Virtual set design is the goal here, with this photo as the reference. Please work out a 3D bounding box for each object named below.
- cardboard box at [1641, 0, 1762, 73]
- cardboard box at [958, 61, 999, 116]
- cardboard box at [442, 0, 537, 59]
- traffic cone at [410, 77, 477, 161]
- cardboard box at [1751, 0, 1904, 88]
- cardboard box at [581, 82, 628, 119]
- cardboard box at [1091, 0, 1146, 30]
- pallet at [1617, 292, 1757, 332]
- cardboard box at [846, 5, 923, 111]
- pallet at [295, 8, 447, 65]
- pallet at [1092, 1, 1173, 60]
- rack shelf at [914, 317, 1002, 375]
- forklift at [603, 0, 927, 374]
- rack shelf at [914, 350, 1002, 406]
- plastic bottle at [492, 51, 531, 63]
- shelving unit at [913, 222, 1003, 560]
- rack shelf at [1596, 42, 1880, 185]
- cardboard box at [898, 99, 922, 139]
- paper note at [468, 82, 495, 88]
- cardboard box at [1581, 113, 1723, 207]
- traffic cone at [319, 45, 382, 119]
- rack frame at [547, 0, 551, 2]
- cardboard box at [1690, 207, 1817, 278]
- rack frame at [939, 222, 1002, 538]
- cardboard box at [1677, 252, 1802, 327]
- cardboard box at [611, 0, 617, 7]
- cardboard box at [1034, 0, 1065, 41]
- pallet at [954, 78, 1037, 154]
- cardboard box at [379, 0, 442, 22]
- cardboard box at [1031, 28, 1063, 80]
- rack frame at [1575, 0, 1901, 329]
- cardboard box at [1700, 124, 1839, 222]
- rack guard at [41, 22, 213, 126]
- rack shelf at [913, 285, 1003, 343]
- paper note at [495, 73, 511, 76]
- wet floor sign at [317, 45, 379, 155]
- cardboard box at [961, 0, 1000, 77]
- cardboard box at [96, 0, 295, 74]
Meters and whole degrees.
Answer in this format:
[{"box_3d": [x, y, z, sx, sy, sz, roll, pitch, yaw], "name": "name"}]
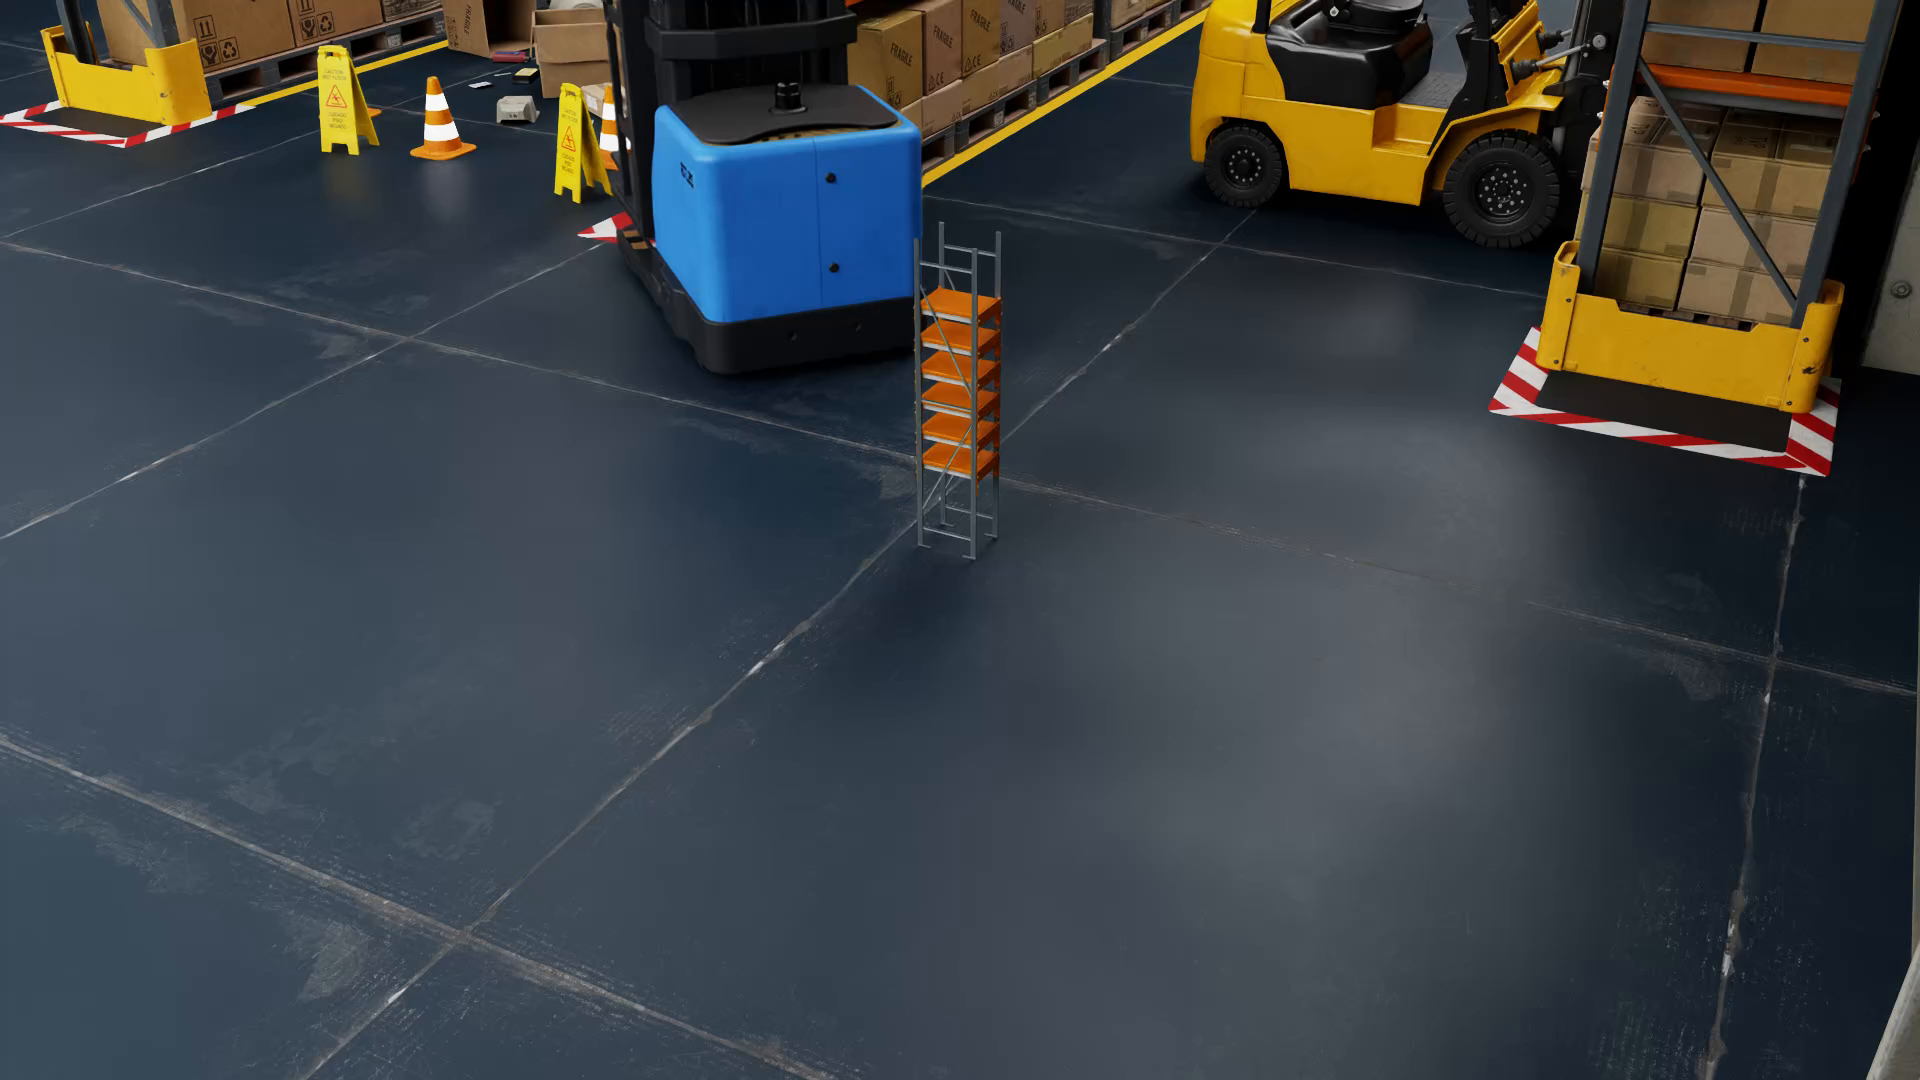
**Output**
[{"box_3d": [3.234, -2.377, 7.277, 0.500, 0.500, 0.500, 14, 33, 22], "name": "cardboard box"}, {"box_3d": [-0.087, -2.934, 10.687, 0.500, 0.250, 0.500, 17, 34, 27], "name": "cardboard box"}, {"box_3d": [-3.601, -4.028, 12.759, 0.500, 0.500, 0.500, 21, 36, 32], "name": "cardboard box"}, {"box_3d": [-3.272, -2.665, 10.425, 0.336, 0.463, 0.334, 14, 33, 23], "name": "traffic cone"}, {"box_3d": [3.716, -2.256, 7.066, 0.500, 0.500, 0.500, 15, 33, 25], "name": "cardboard box"}, {"box_3d": [-2.378, -2.983, 11.295, 0.250, 0.149, 0.380, -18, 34, -28], "name": "cardboard box"}, {"box_3d": [0.882, -4.229, 12.820, 0.950, 0.372, 0.625, 15, 33, 24], "name": "cardboard box"}, {"box_3d": [3.555, -1.195, 8.119, 1.003, 0.211, 1.213, 14, 33, 23], "name": "pallet"}, {"box_3d": [-0.553, -2.801, 9.701, 0.500, 0.500, 0.500, 13, 32, 22], "name": "cardboard box"}, {"box_3d": [-4.778, -3.960, 12.934, 1.003, 0.211, 1.213, 14, 33, 23], "name": "pallet"}, {"box_3d": [0.999, -4.090, 13.160, 1.003, 0.211, 1.213, 14, 33, 23], "name": "pallet"}, {"box_3d": [-0.007, -0.683, 5.843, 0.258, 0.103, 0.180, 14, 33, 23], "name": "rack shelf"}, {"box_3d": [-1.173, -2.725, 8.053, 1.130, 2.935, 3.031, -11, 32, -19], "name": "forklift"}, {"box_3d": [-0.007, -0.579, 5.902, 0.258, 0.103, 0.180, 14, 33, 23], "name": "rack shelf"}, {"box_3d": [-3.361, -3.636, 12.521, 0.283, 0.061, 0.133, 4, 30, 6], "name": "plastic bottle"}, {"box_3d": [-0.007, -0.514, 5.940, 0.258, 1.200, 0.189, 14, 33, 23], "name": "shelving unit"}, {"box_3d": [4.155, -2.631, 8.541, 1.077, 0.370, 4.000, 14, 33, 23], "name": "rack shelf"}, {"box_3d": [-0.563, -2.465, 9.870, 0.500, 0.250, 0.500, 14, 33, 23], "name": "cardboard box"}, {"box_3d": [-3.423, -3.262, 11.901, 0.142, 0.017, 0.144, -25, 38, -36], "name": "paper note"}, {"box_3d": [3.176, -1.754, 7.628, 0.500, 0.250, 0.500, 15, 33, 25], "name": "cardboard box"}, {"box_3d": [-4.123, -3.072, 11.134, 0.336, 0.463, 0.334, 14, 33, 23], "name": "traffic cone"}, {"box_3d": [-3.807, -6.032, 13.741, 1.000, 3.000, 0.127, 14, 33, 23], "name": "rack frame"}, {"box_3d": [3.643, -1.424, 7.555, 0.500, 0.250, 0.500, 15, 33, 24], "name": "cardboard box"}, {"box_3d": [0.035, -0.554, 6.011, 0.240, 1.200, 0.006, 14, 33, 23], "name": "rack frame"}, {"box_3d": [3.641, -1.219, 7.700, 0.500, 0.250, 0.500, 14, 33, 23], "name": "cardboard box"}, {"box_3d": [-2.212, -3.926, 12.445, 0.797, 0.637, 0.503, 14, 33, 23], "name": "cardboard box"}, {"box_3d": [0.385, -3.719, 11.301, 0.500, 0.500, 0.500, 15, 33, 24], "name": "cardboard box"}, {"box_3d": [-0.184, -2.896, 11.081, 1.003, 0.211, 1.213, 14, 33, 23], "name": "pallet"}, {"box_3d": [-4.563, -4.629, 13.011, 0.875, 0.875, 0.875, 15, 33, 24], "name": "cardboard box"}, {"box_3d": [0.382, -3.382, 11.466, 0.500, 0.250, 0.500, 13, 32, 22], "name": "cardboard box"}, {"box_3d": [3.244, -2.056, 6.818, 1.000, 3.000, 0.127, 14, 33, 23], "name": "rack frame"}, {"box_3d": [3.631, -1.649, 7.445, 0.500, 0.250, 0.500, 14, 33, 23], "name": "cardboard box"}, {"box_3d": [-5.640, -3.164, 11.257, 1.175, 0.500, 0.348, 14, 33, 23], "name": "rack guard"}, {"box_3d": [-0.007, -0.788, 5.783, 0.258, 0.103, 0.180, 14, 33, 23], "name": "rack shelf"}, {"box_3d": [-3.349, -3.411, 12.179, 0.123, 0.001, 0.032, -18, 34, -28], "name": "paper note"}, {"box_3d": [-3.880, -2.775, 10.435, 0.267, 0.644, 0.232, 9, 31, 15], "name": "wet floor sign"}, {"box_3d": [-0.083, -3.254, 10.491, 0.500, 0.500, 0.500, 15, 33, 24], "name": "cardboard box"}, {"box_3d": [-5.379, -3.835, 11.628, 0.875, 0.875, 0.875, 14, 33, 24], "name": "cardboard box"}]
